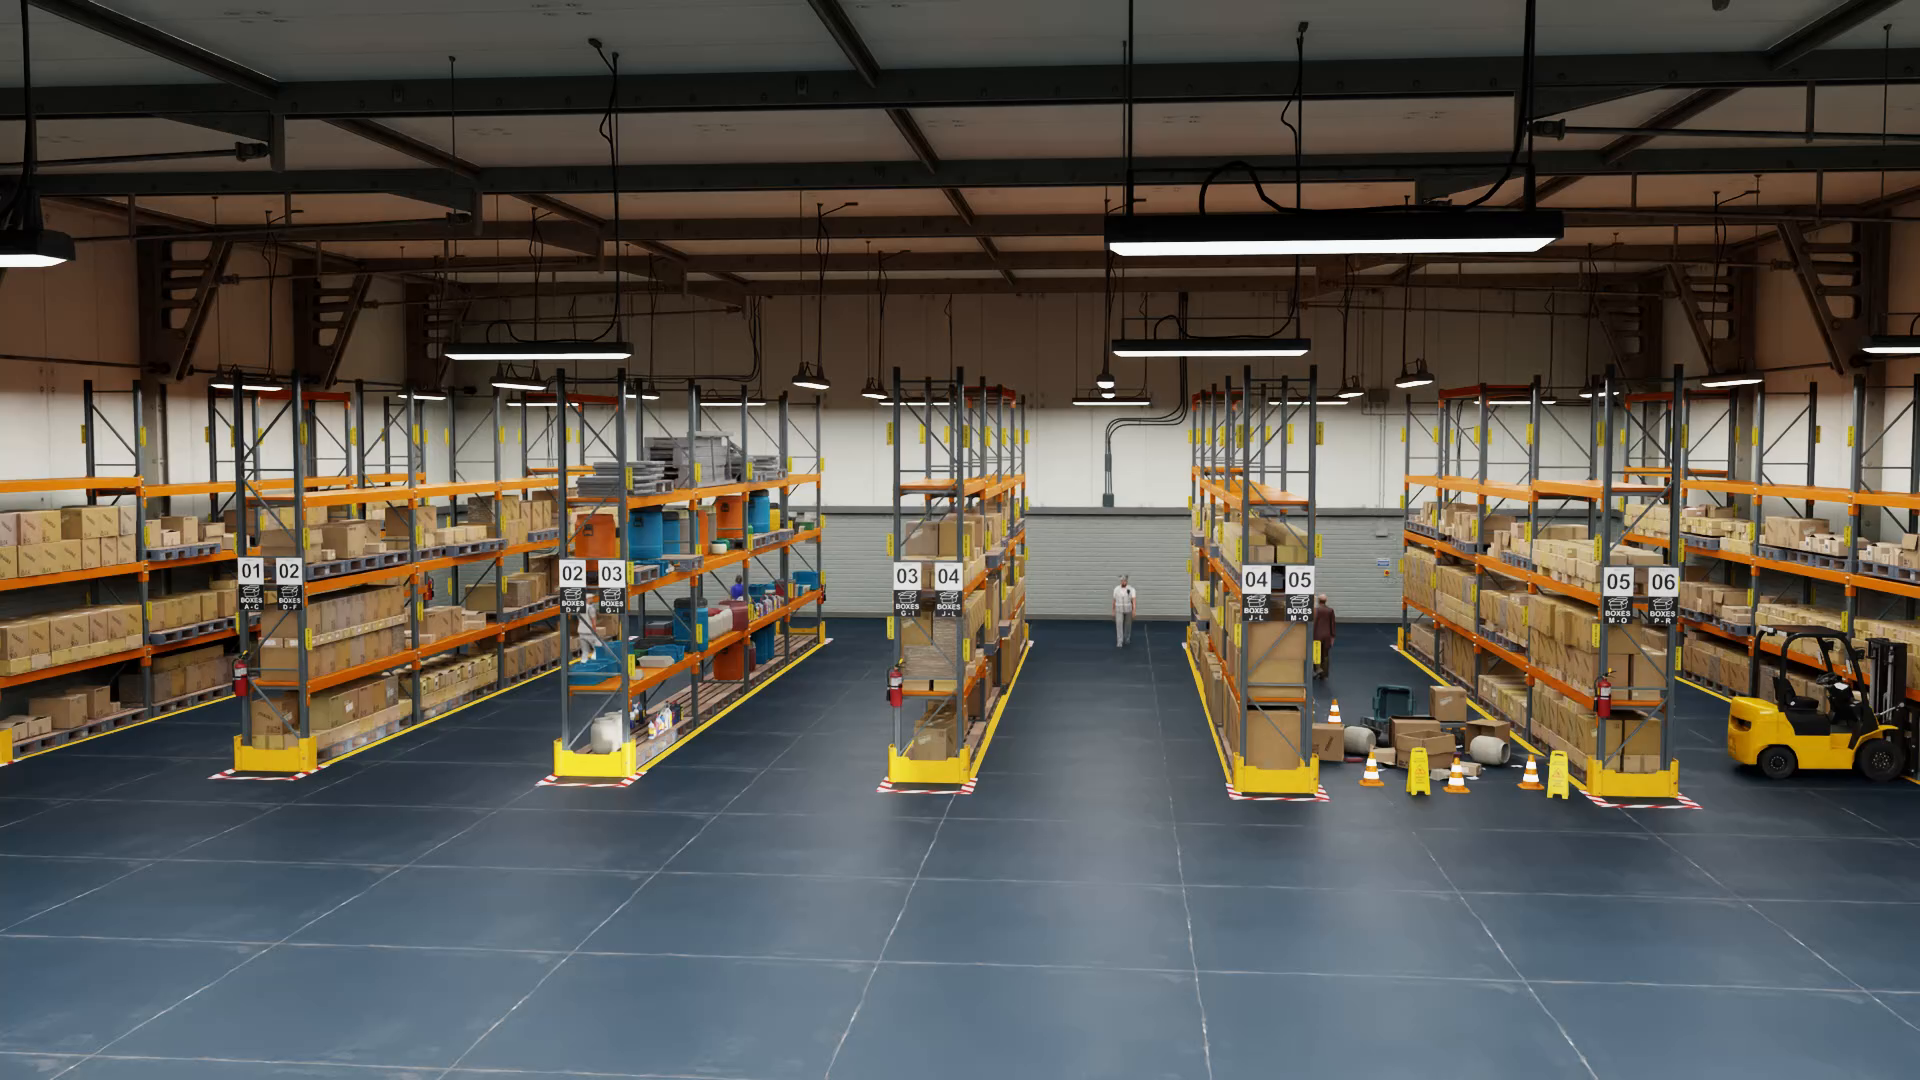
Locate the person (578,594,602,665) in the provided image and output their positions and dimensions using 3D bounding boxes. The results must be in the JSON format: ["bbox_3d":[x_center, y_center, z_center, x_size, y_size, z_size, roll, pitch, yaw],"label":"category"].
[{"bbox_3d":[-7.700,1.963,34.524,0.584,1.784,0.470,2,4,29],"label":"person"}]

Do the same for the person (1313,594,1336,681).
[{"bbox_3d":[7.418,1.993,34.067,0.638,1.779,0.531,-1,4,-20],"label":"person"}]

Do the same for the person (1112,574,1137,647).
[{"bbox_3d":[3.912,1.669,39.589,0.582,1.703,1.084,0,4,6],"label":"person"}]

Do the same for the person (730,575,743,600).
[{"bbox_3d":[-5.440,1.666,40.453,0.543,1.635,0.755,-1,4,-14],"label":"person"}]
